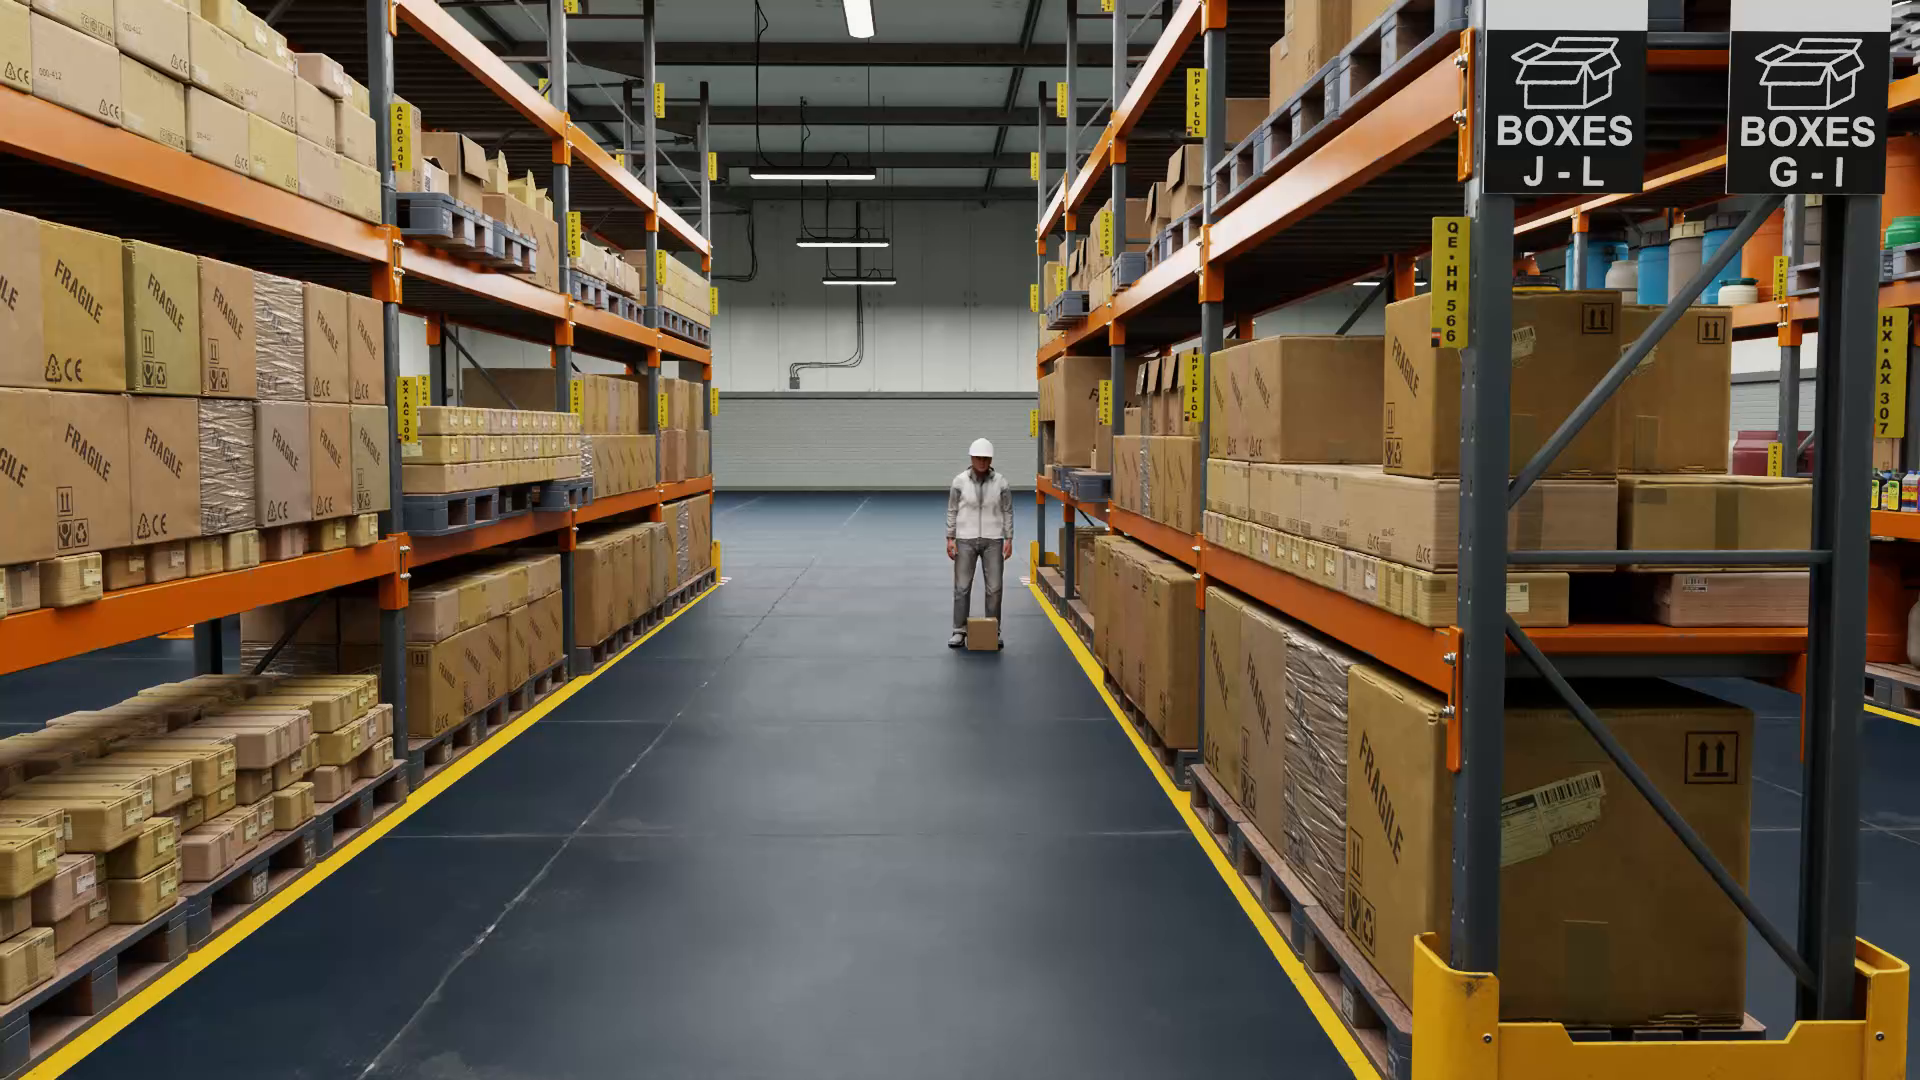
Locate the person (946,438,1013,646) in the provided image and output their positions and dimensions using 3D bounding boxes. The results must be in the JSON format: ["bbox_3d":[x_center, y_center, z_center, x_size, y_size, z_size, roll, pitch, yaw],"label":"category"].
[{"bbox_3d":[0.168,0.016,14.260,0.581,1.772,0.460,0,4,-1],"label":"person"}]
